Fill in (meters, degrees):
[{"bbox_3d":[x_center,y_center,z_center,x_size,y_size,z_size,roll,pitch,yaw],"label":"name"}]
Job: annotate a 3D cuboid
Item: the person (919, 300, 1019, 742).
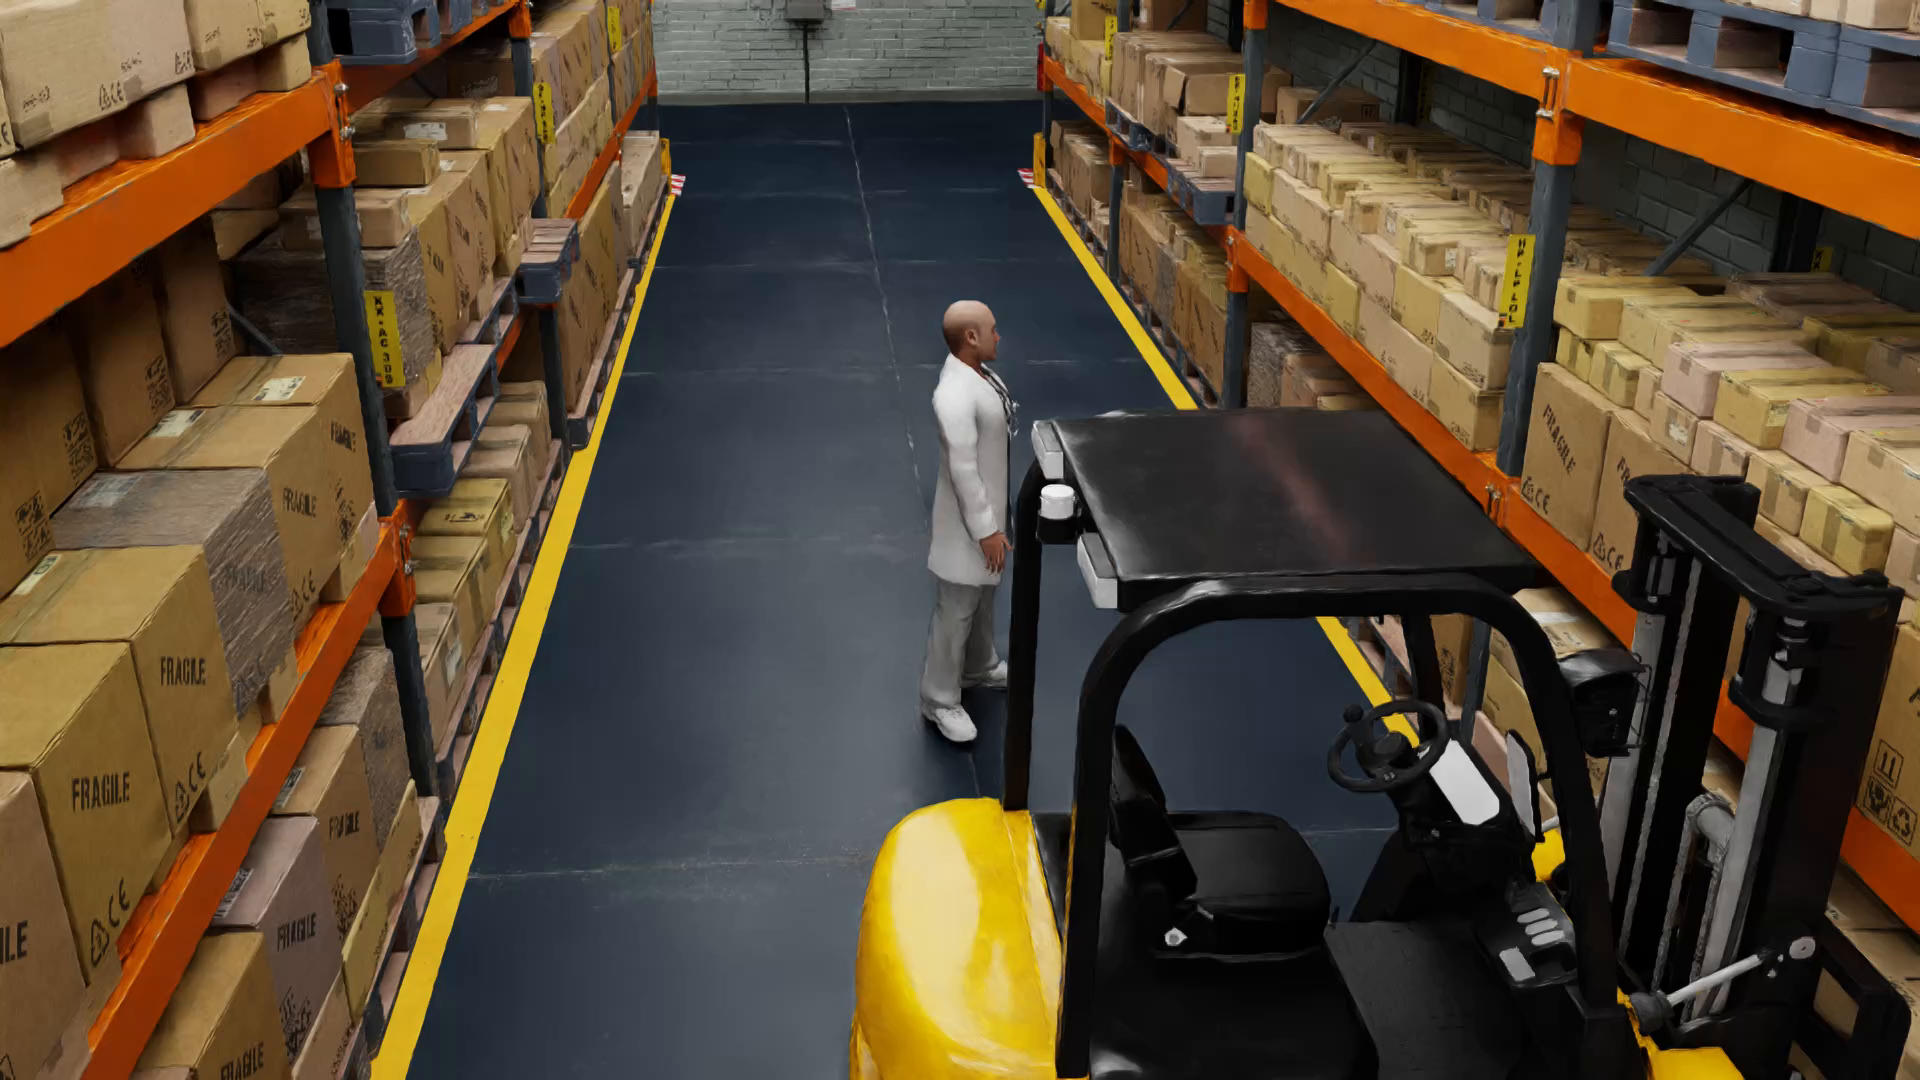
[{"bbox_3d":[0.058,-0.111,6.803,0.428,1.784,0.717,3,24,8],"label":"person"}]
